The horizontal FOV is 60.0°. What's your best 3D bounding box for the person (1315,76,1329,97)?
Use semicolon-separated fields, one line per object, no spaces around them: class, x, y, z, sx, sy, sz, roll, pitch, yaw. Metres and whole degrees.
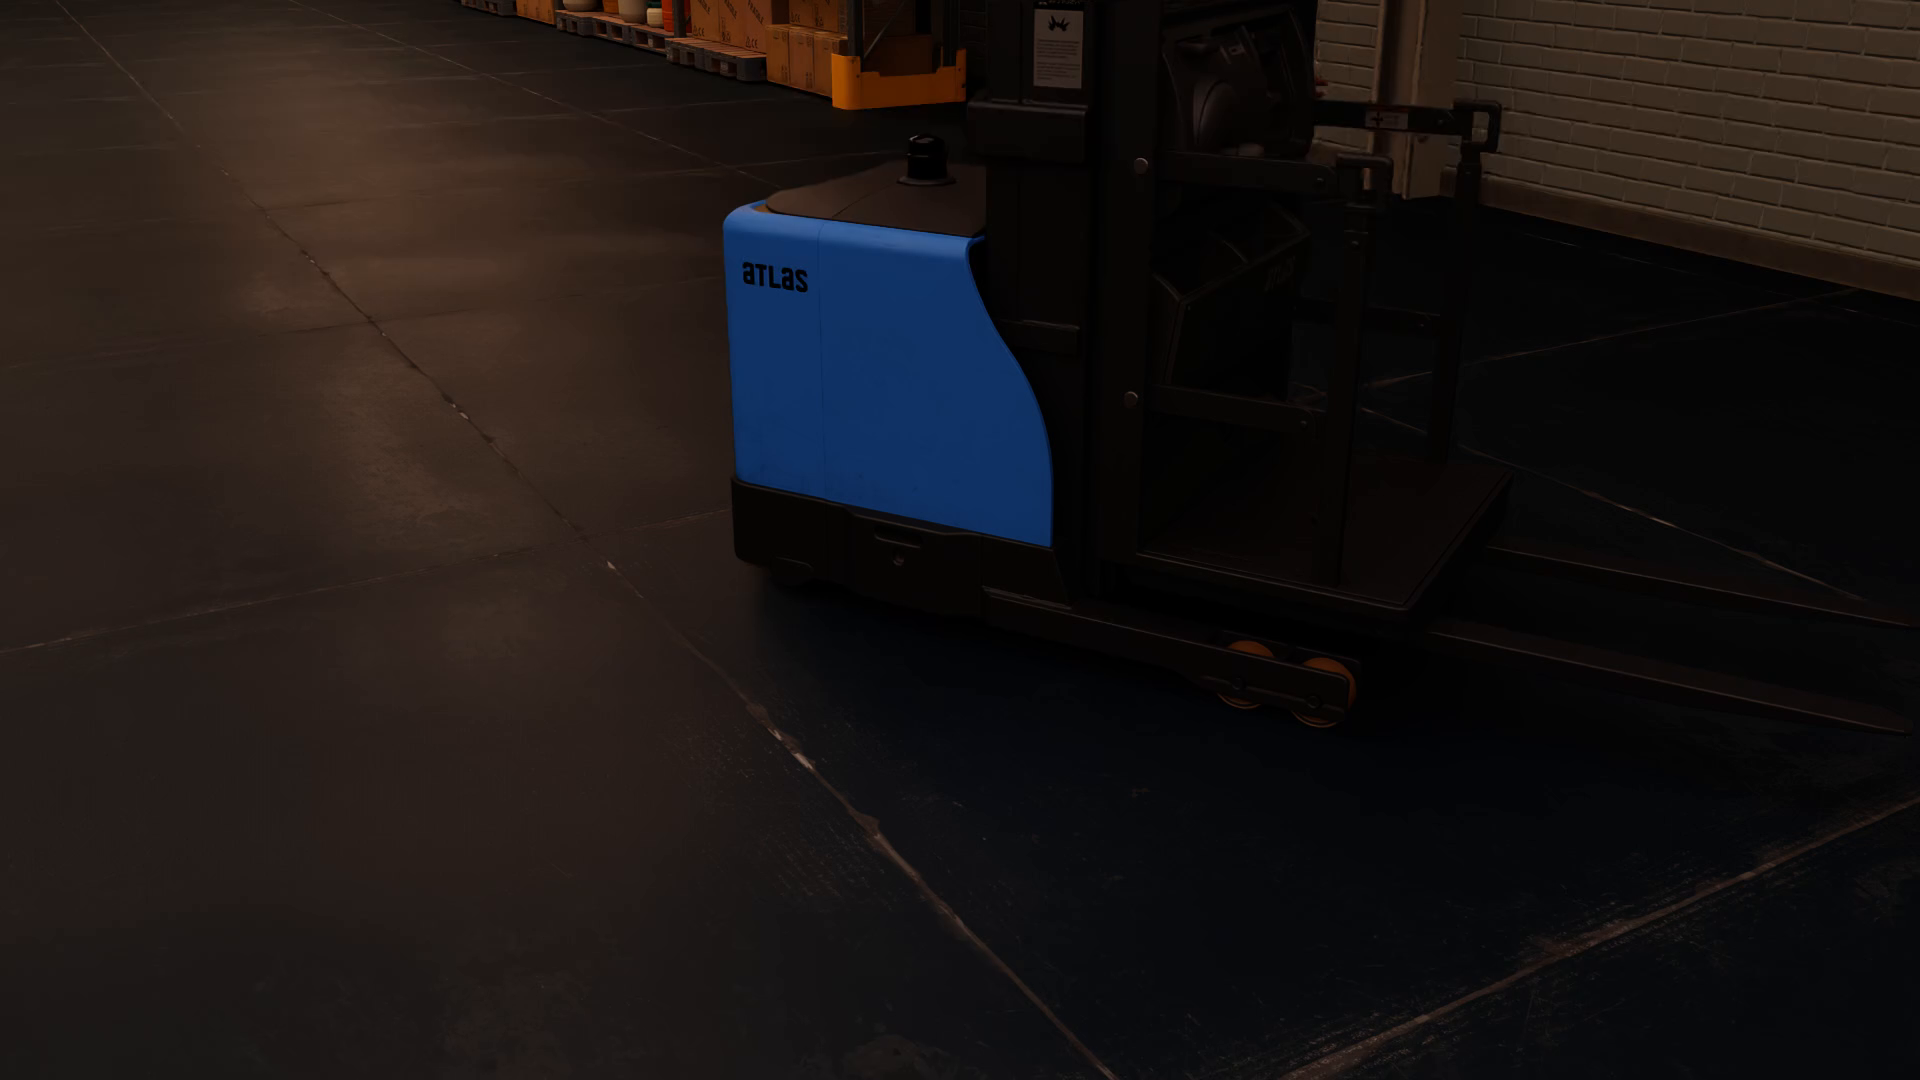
person;0.773;-0.972;5.617;0.793;1.446;1.595;20;29;40

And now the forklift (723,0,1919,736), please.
forklift;0.878;-1.132;4.031;3.031;2.935;1.130;12;25;27
